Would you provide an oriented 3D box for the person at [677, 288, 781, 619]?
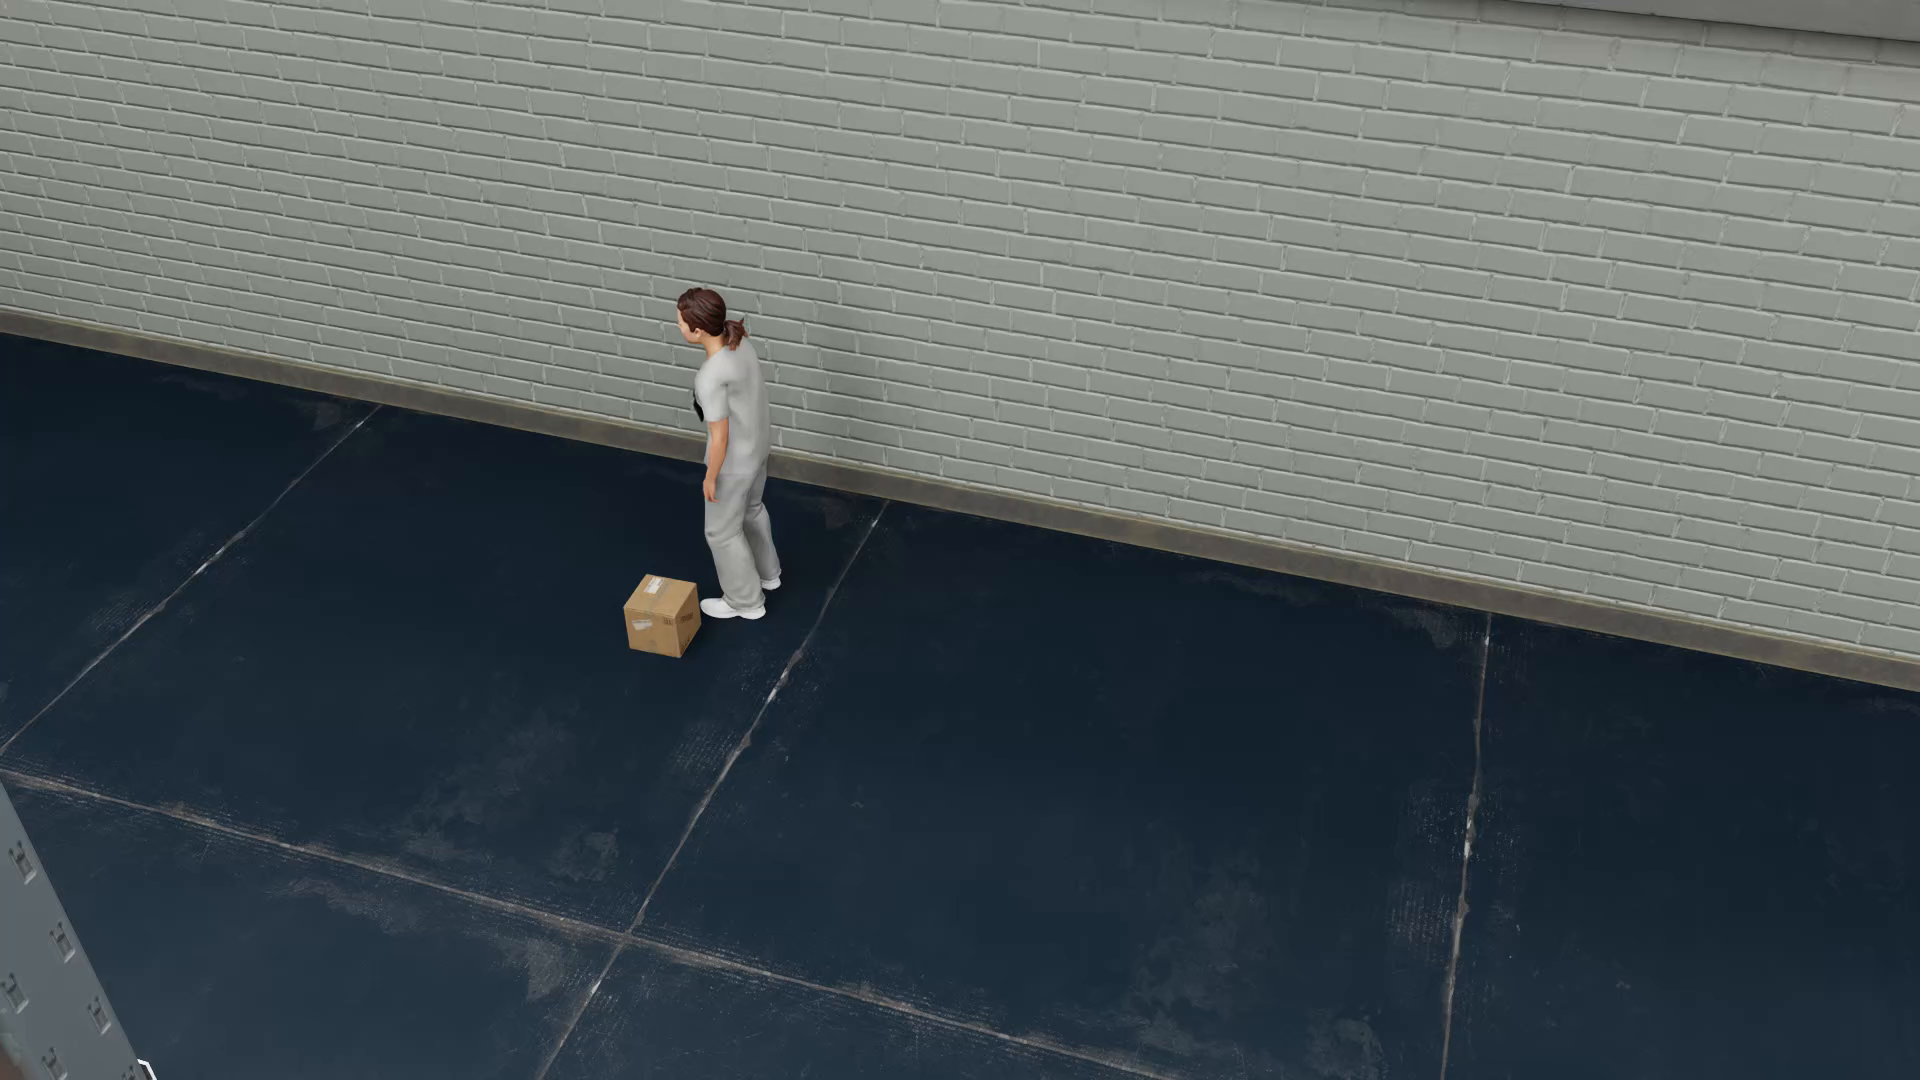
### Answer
[{"bbox_3d":[-1.019,-0.378,7.391,0.358,1.671,0.507,9,38,11],"label":"person"}]
